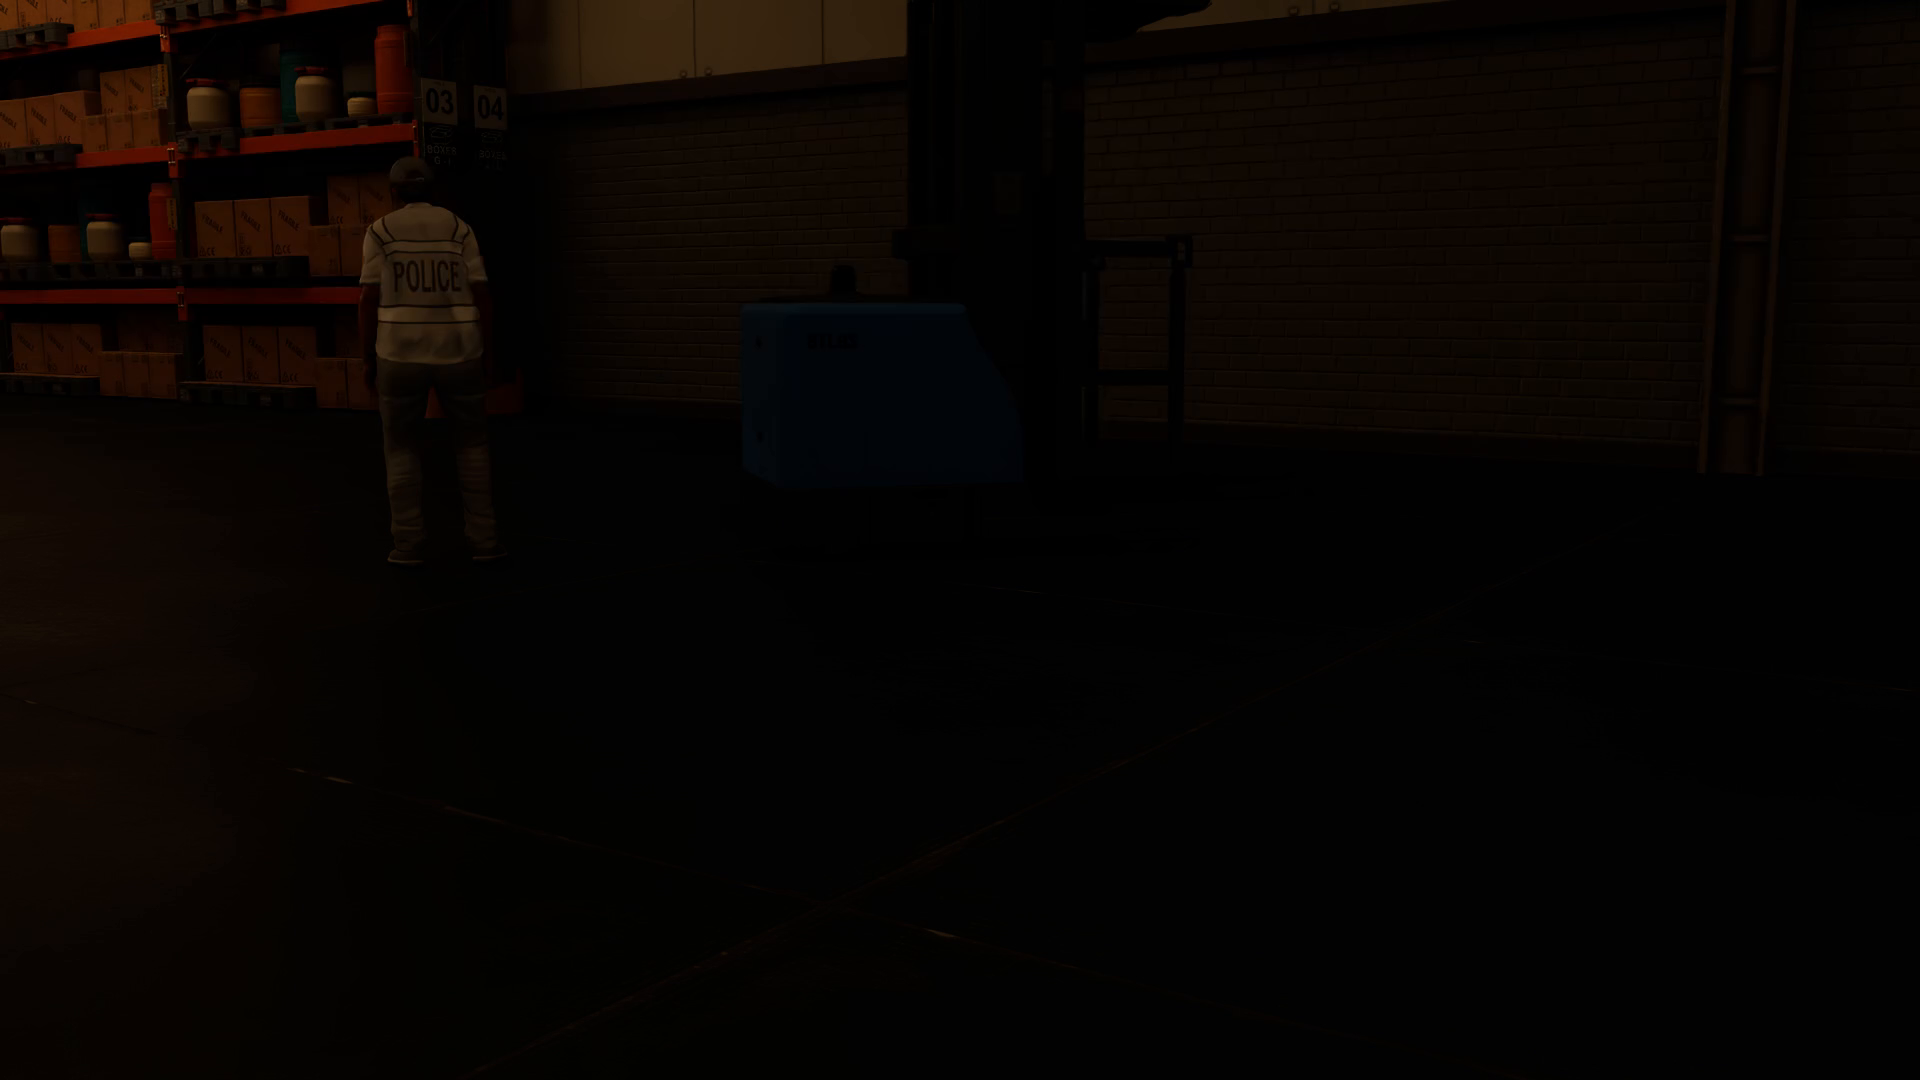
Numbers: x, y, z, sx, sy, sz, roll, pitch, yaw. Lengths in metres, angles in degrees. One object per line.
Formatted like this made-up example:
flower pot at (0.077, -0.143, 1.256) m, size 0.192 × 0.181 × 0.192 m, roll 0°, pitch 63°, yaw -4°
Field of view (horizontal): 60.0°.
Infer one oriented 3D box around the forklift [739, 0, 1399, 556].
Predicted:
forklift at (0.549, -1.479, 7.597) m, size 3.031 × 2.935 × 1.130 m, roll -3°, pitch 8°, yaw -17°

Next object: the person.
person at (-2.149, -0.709, 6.782) m, size 0.559 × 1.638 × 0.400 m, roll -3°, pitch 9°, yaw -22°
